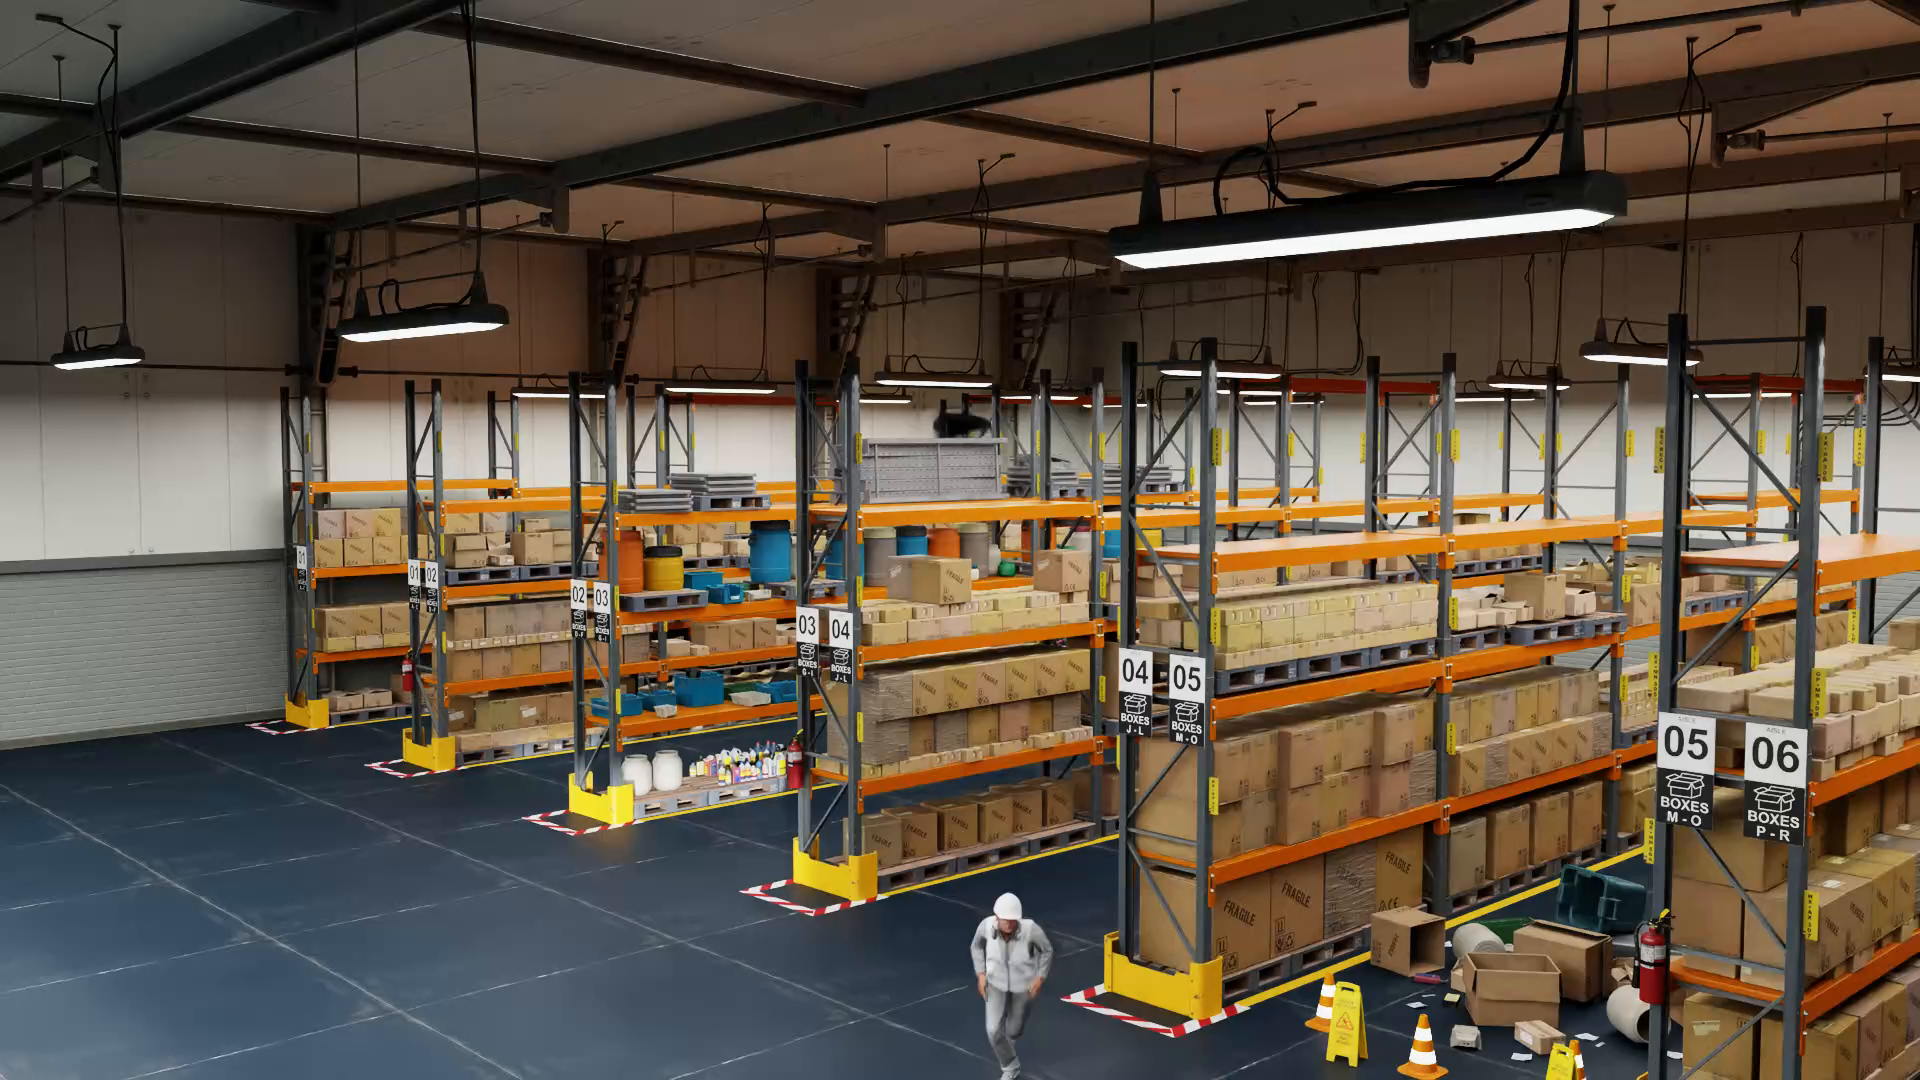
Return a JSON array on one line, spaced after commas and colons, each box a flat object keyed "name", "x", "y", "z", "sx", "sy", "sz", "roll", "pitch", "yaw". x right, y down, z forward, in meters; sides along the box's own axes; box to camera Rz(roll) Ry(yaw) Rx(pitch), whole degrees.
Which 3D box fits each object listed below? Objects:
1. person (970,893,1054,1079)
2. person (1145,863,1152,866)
[{"name": "person", "x": 0.421, "y": 3.527, "z": 13.295, "sx": 0.666, "sy": 1.614, "sz": 1.052, "roll": 0, "pitch": 4, "yaw": 7}, {"name": "person", "x": 2.194, "y": 3.182, "z": 18.475, "sx": 0.797, "sy": 1.693, "sz": 0.774, "roll": 3, "pitch": 5, "yaw": 40}]
